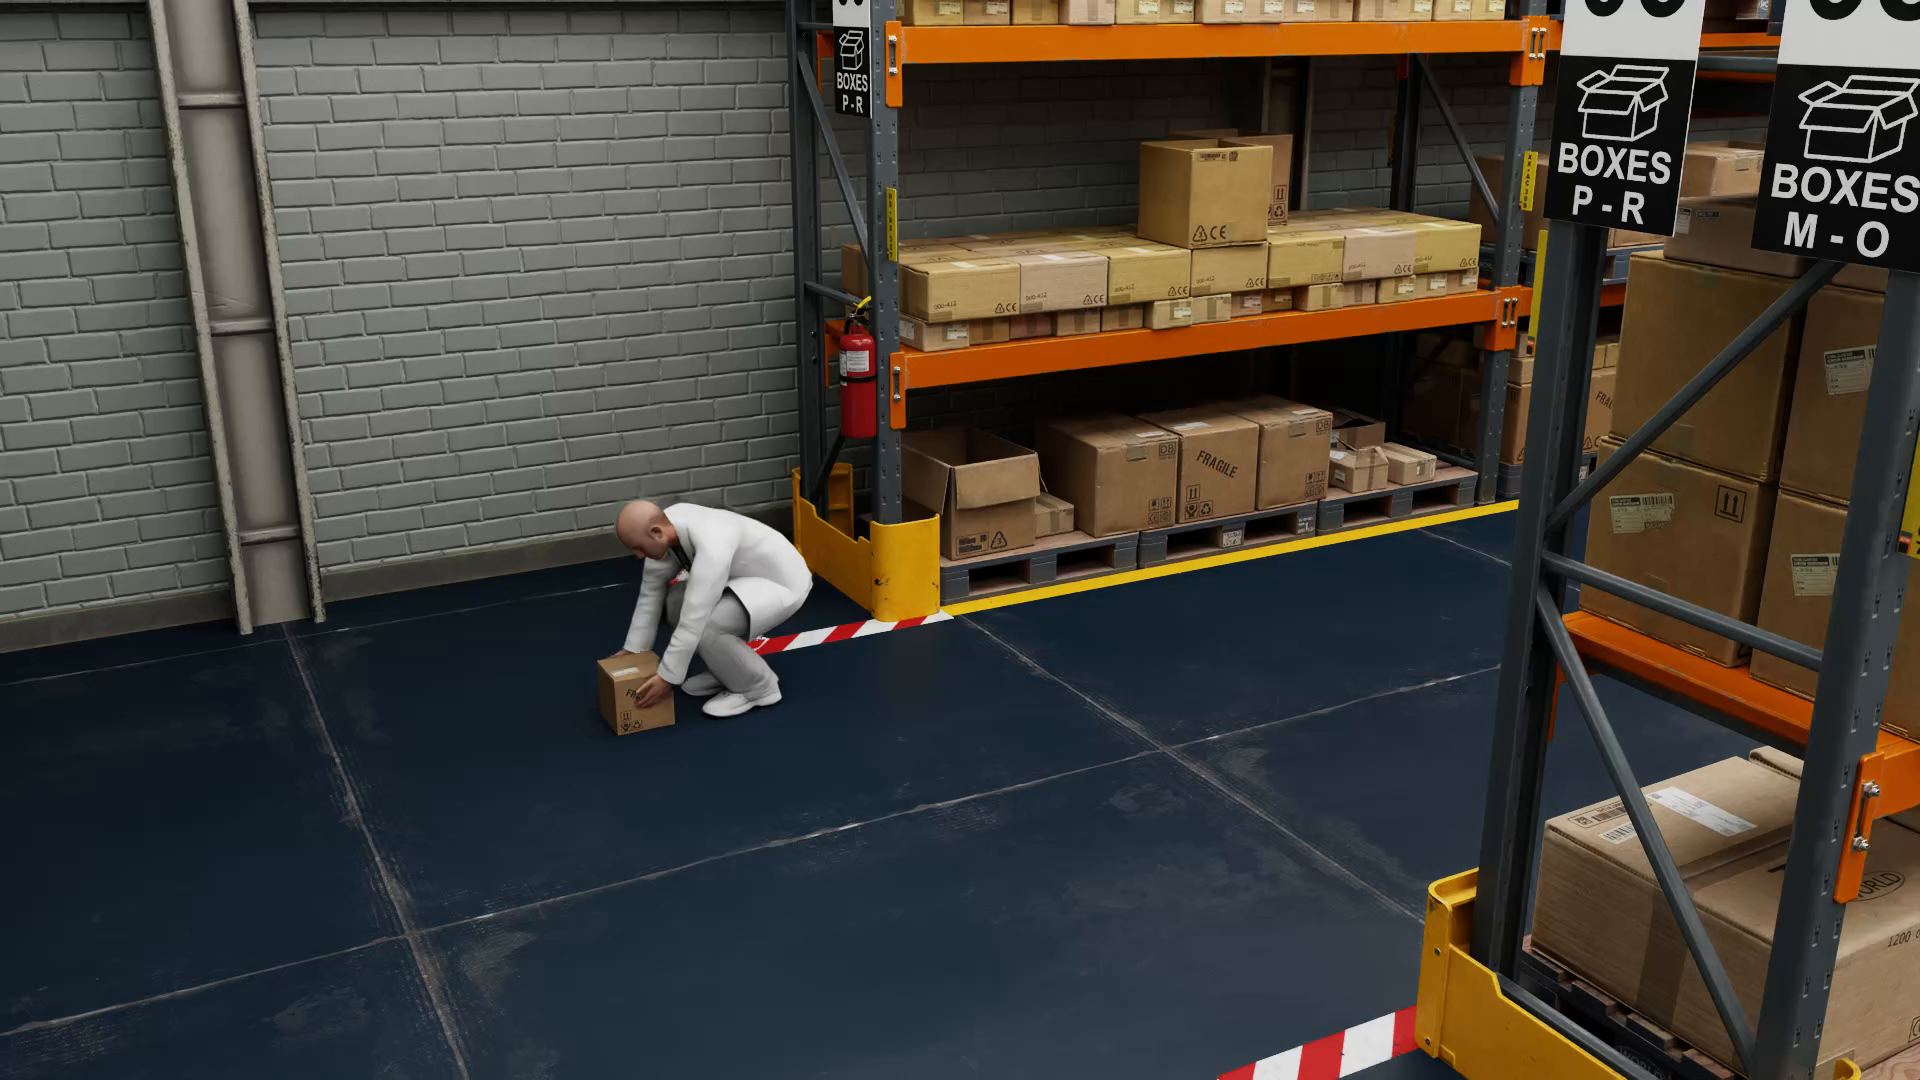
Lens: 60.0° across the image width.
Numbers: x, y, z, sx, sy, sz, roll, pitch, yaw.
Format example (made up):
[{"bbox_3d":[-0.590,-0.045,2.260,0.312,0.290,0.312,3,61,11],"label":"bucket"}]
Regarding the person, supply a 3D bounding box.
[{"bbox_3d":[-1.052,0.260,7.102,0.893,0.961,0.608,-10,20,-27],"label":"person"}]
